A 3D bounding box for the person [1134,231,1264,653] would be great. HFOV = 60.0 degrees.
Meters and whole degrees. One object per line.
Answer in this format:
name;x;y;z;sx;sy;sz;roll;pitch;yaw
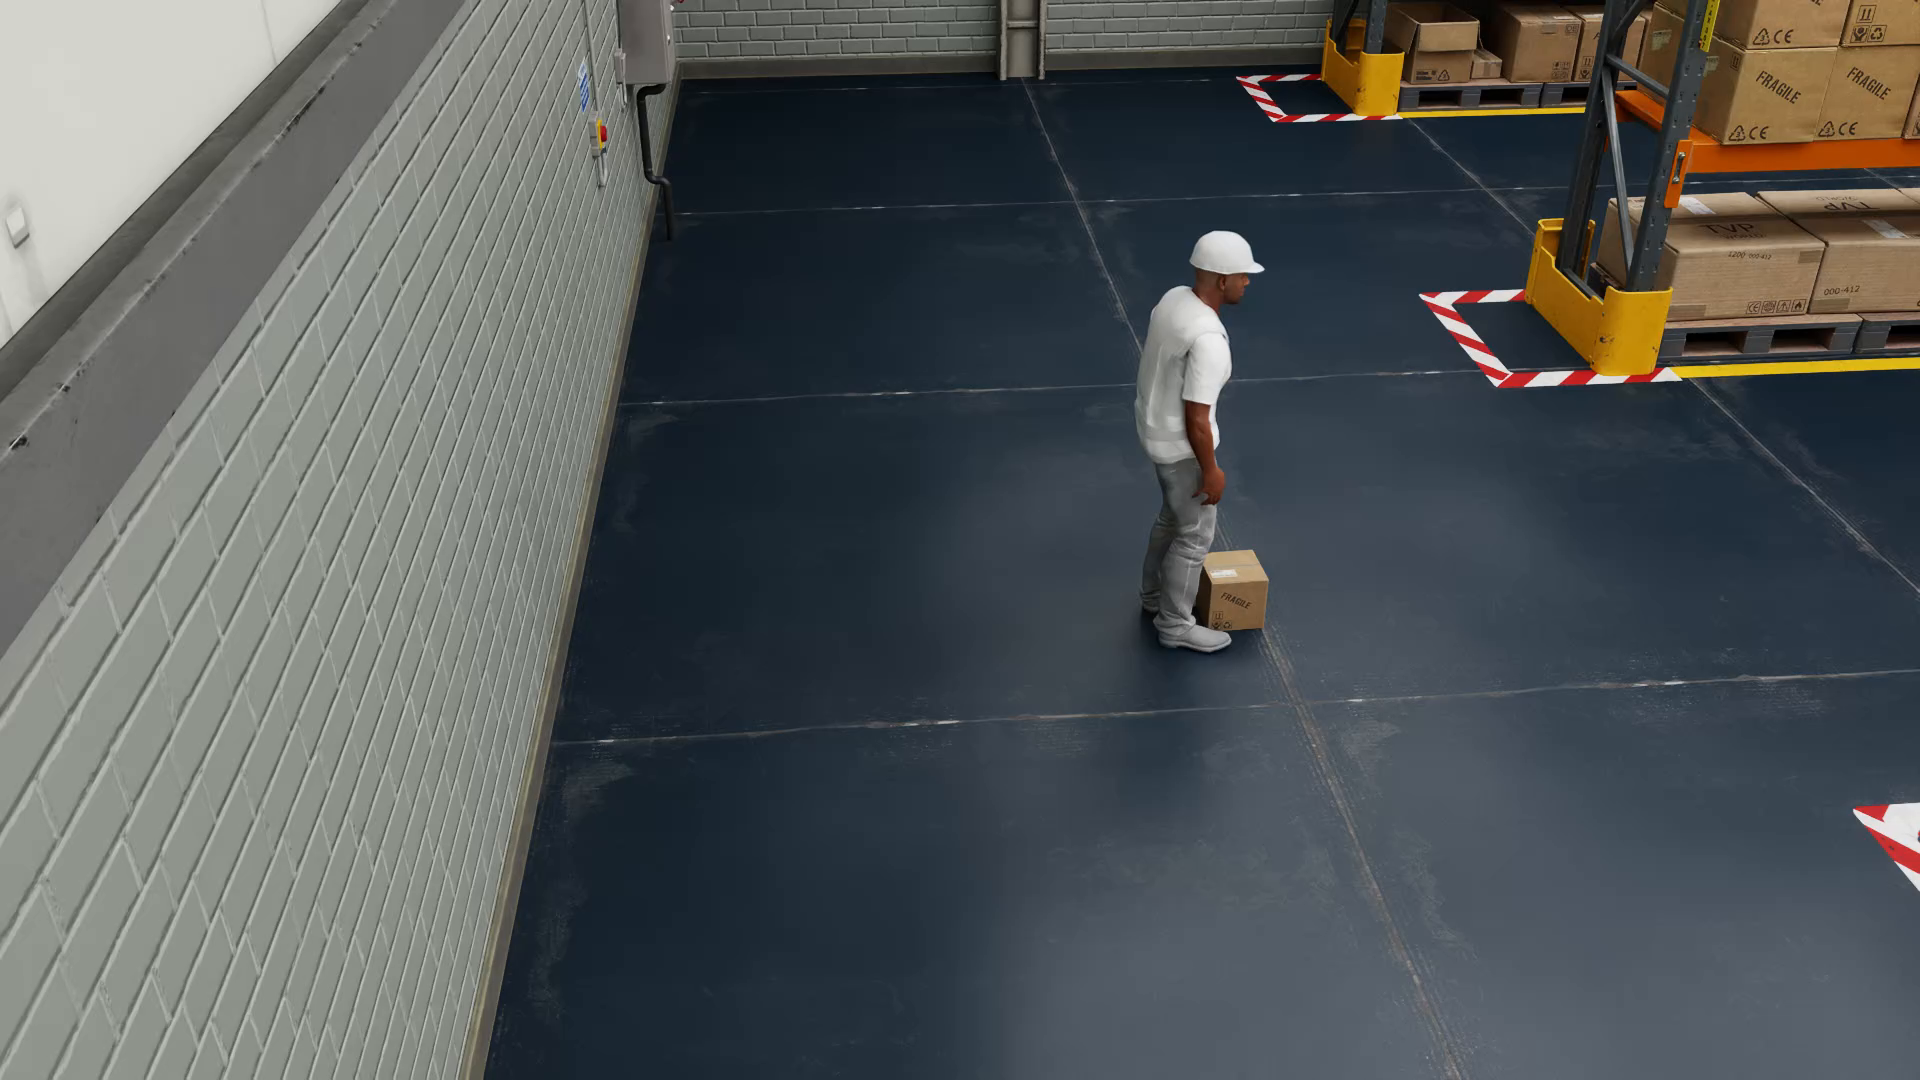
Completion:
person;0.951;-0.408;6.800;0.459;1.757;0.627;-3;31;-5
